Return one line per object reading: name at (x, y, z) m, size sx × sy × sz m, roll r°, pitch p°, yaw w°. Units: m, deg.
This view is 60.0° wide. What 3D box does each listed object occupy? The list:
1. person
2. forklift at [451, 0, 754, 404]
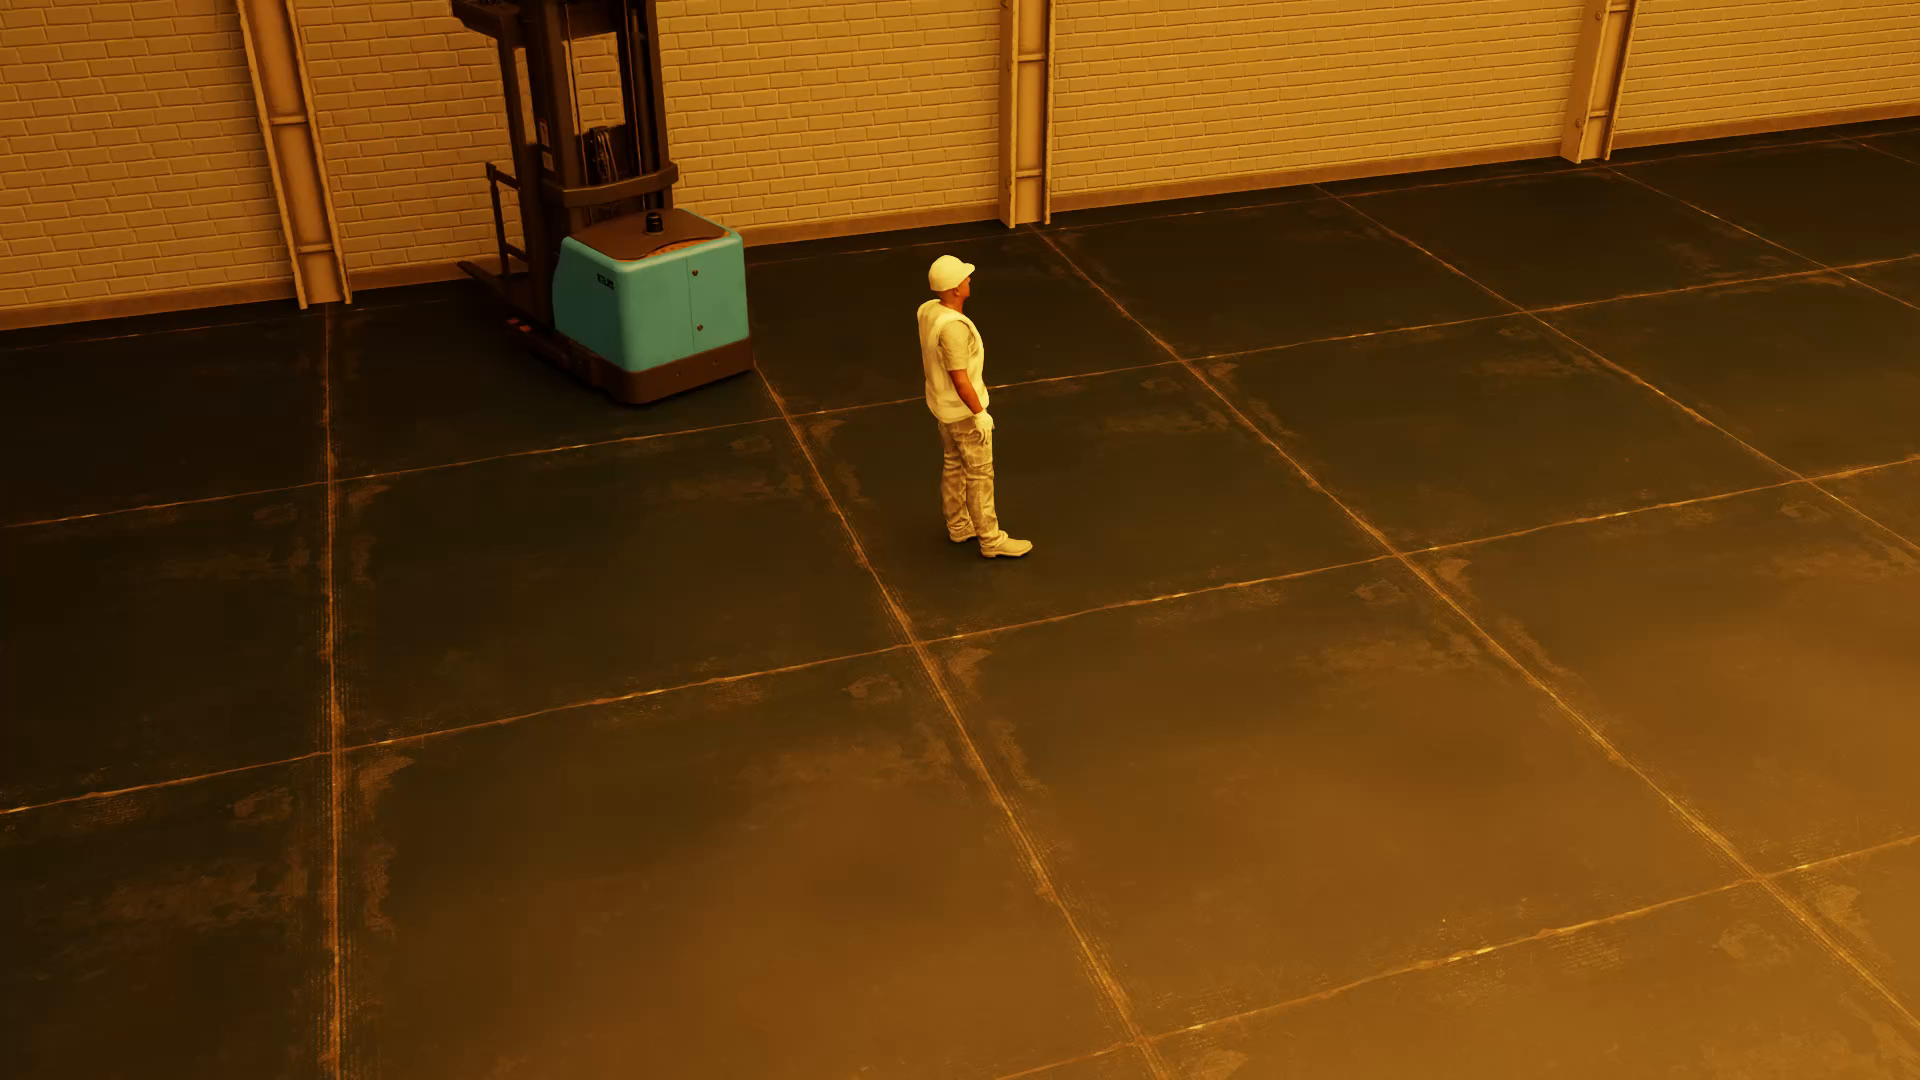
person at (0.071, -0.787, 9.592) m, size 0.575 × 1.784 × 0.656 m, roll -10°, pitch 31°, yaw -16°
forklift at (-2.844, -2.868, 12.072) m, size 1.130 × 2.935 × 3.031 m, roll -23°, pitch 37°, yaw -35°
